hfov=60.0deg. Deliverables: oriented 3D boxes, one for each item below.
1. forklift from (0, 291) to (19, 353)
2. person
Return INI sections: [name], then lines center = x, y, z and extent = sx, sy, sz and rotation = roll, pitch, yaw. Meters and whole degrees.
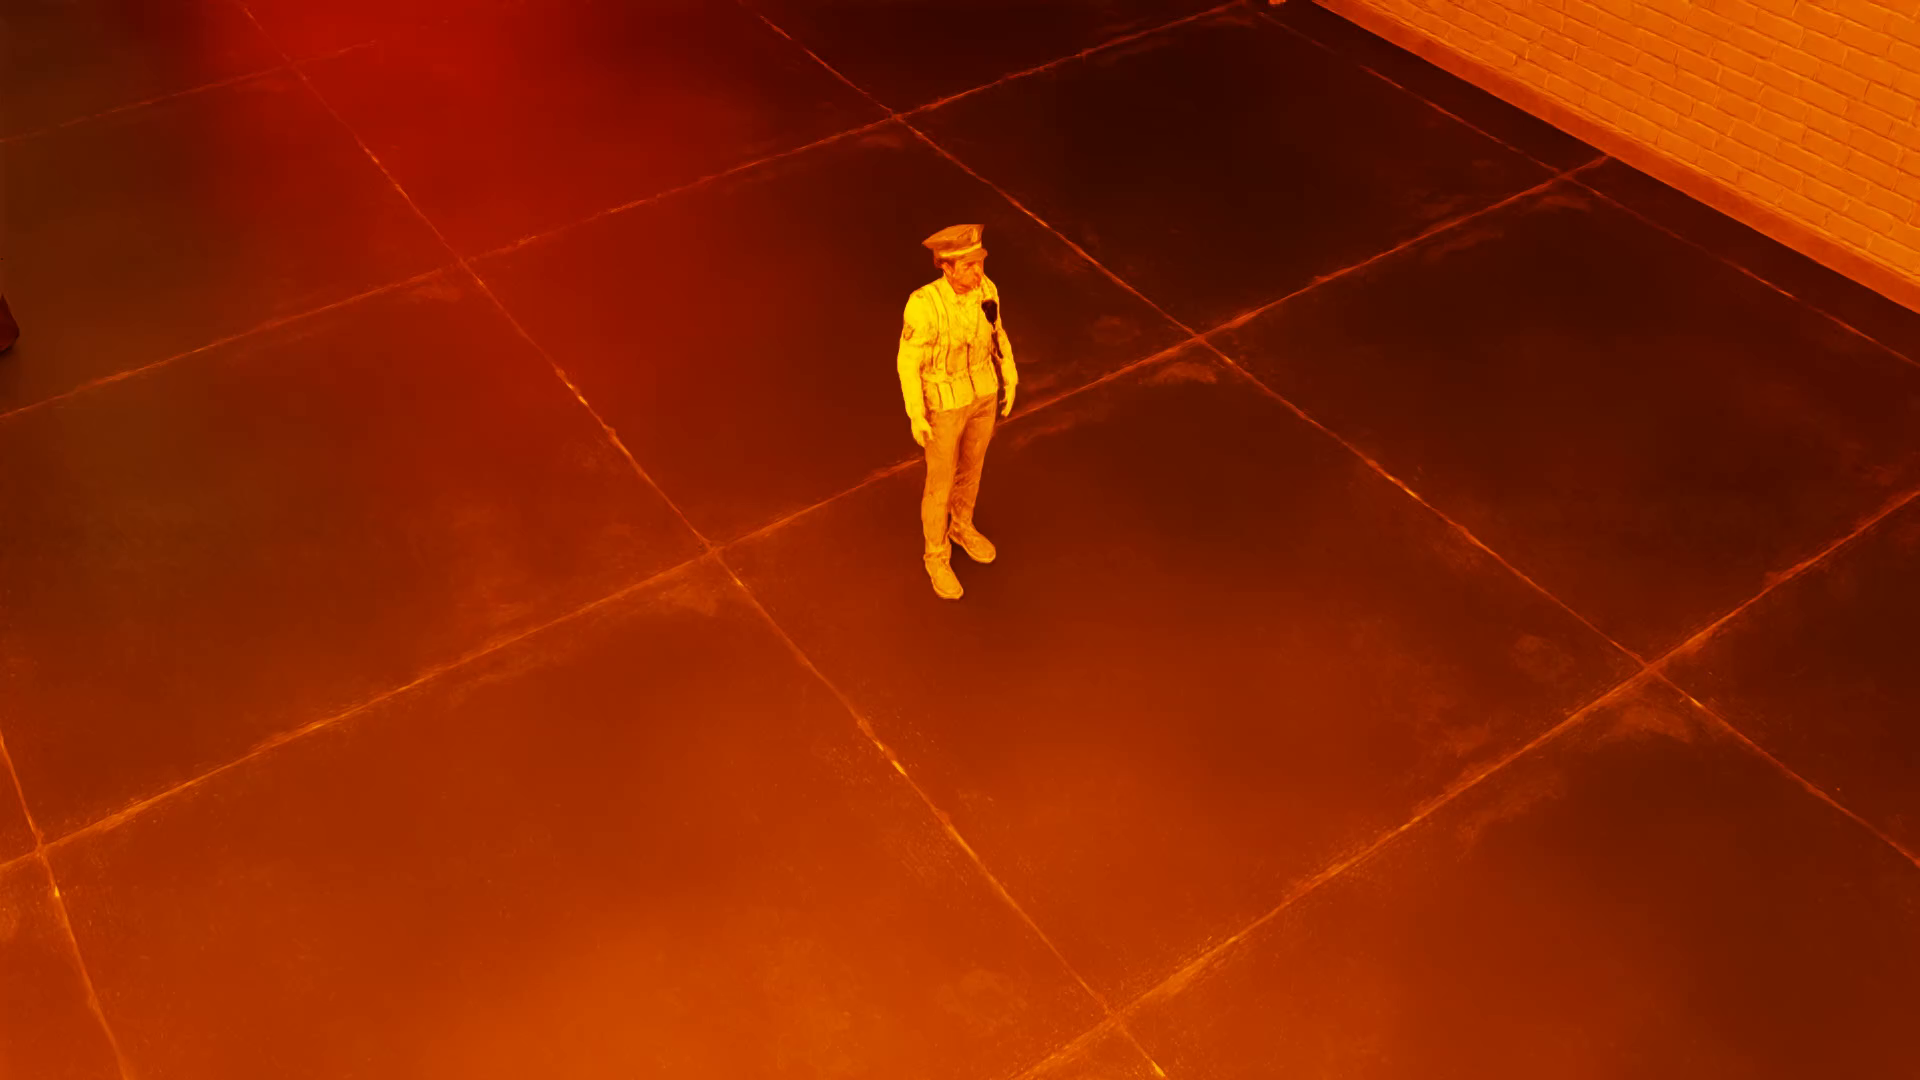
[forklift]
center = -6.648, -2.054, 7.945
extent = 3.031, 2.935, 1.130
rotation = 9, 43, 9
[person]
center = 0.033, -0.588, 7.255
extent = 0.586, 1.695, 0.533
rotation = -25, 48, -25
